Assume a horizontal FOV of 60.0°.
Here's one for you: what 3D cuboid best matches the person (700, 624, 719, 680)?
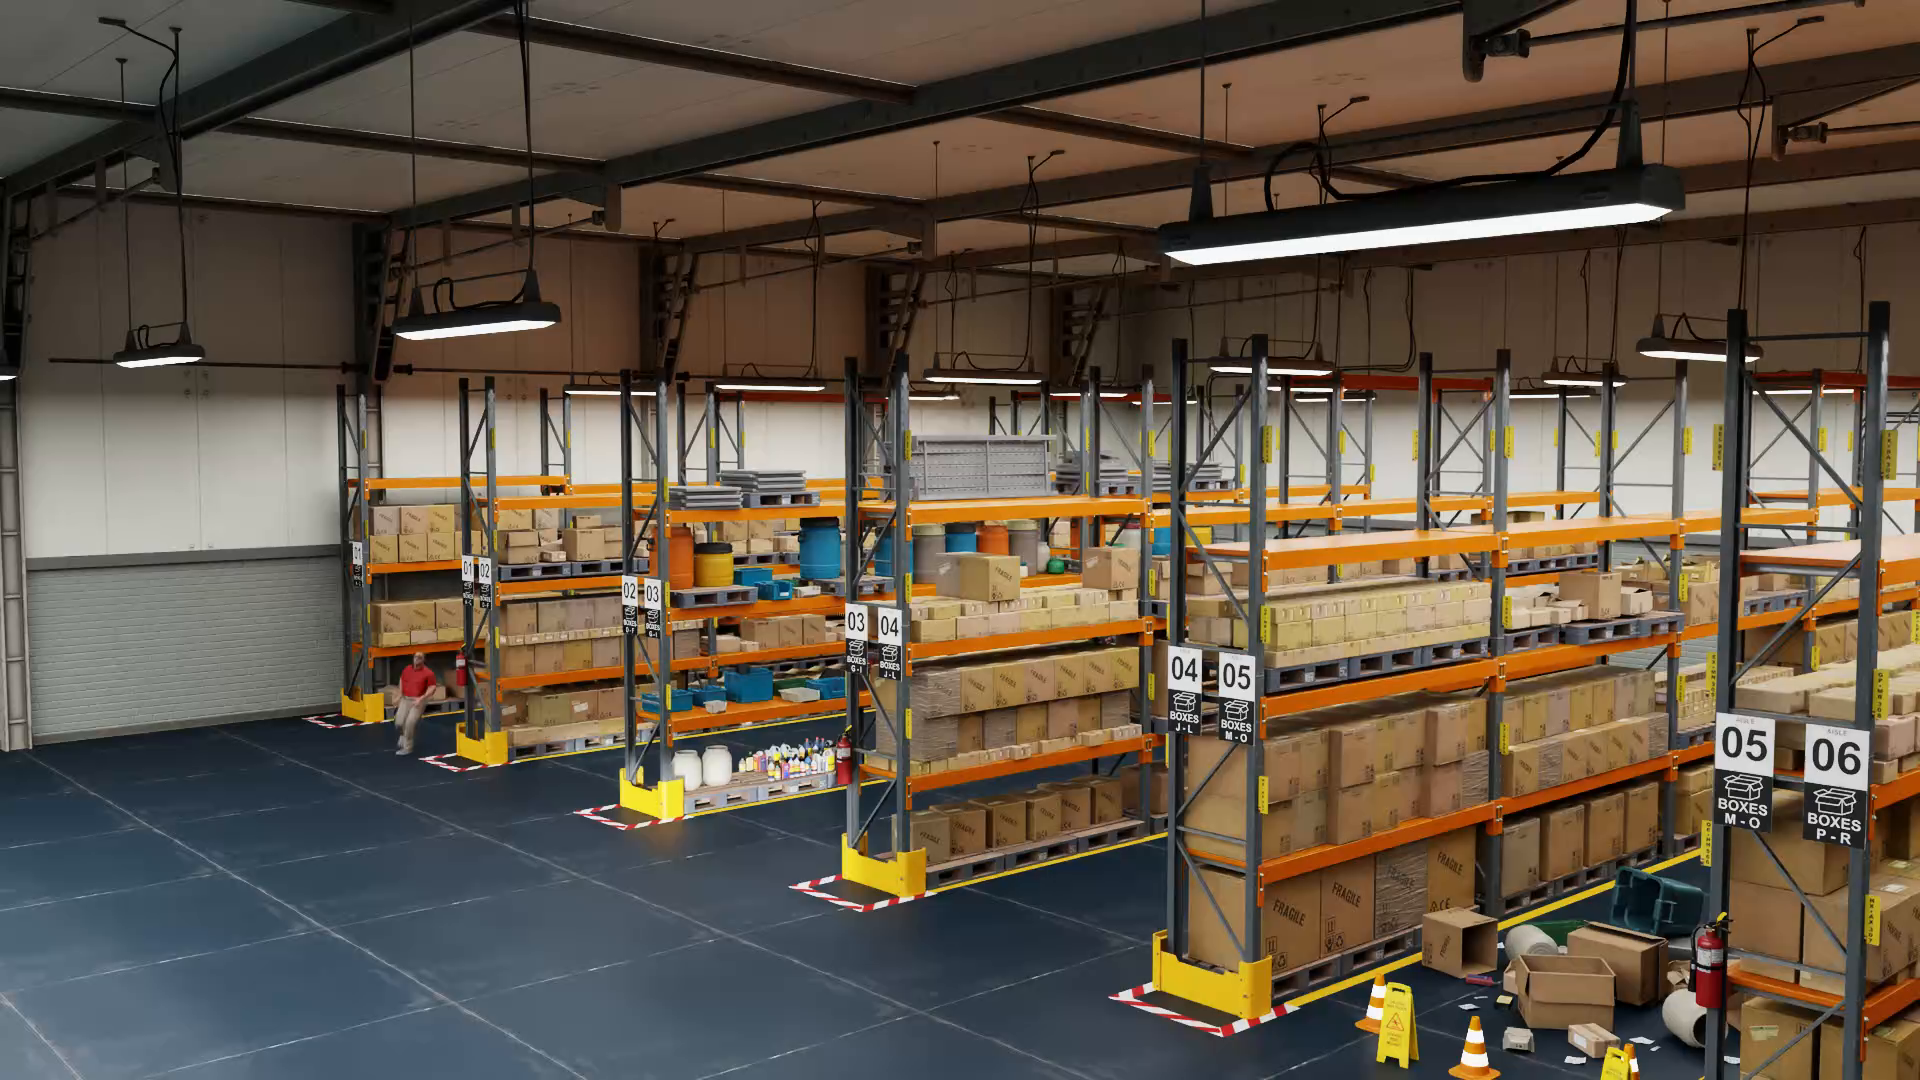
[{"bbox_3d":[-4.589,2.357,30.712,0.773,1.644,0.490,-4,5,-44],"label":"person"}]

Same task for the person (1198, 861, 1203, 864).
[{"bbox_3d":[2.908,3.057,18.735,0.652,1.781,0.862,4,5,44],"label":"person"}]

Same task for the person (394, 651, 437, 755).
[{"bbox_3d":[-8.707,2.600,26.498,0.700,1.651,0.539,1,4,8],"label":"person"}]
